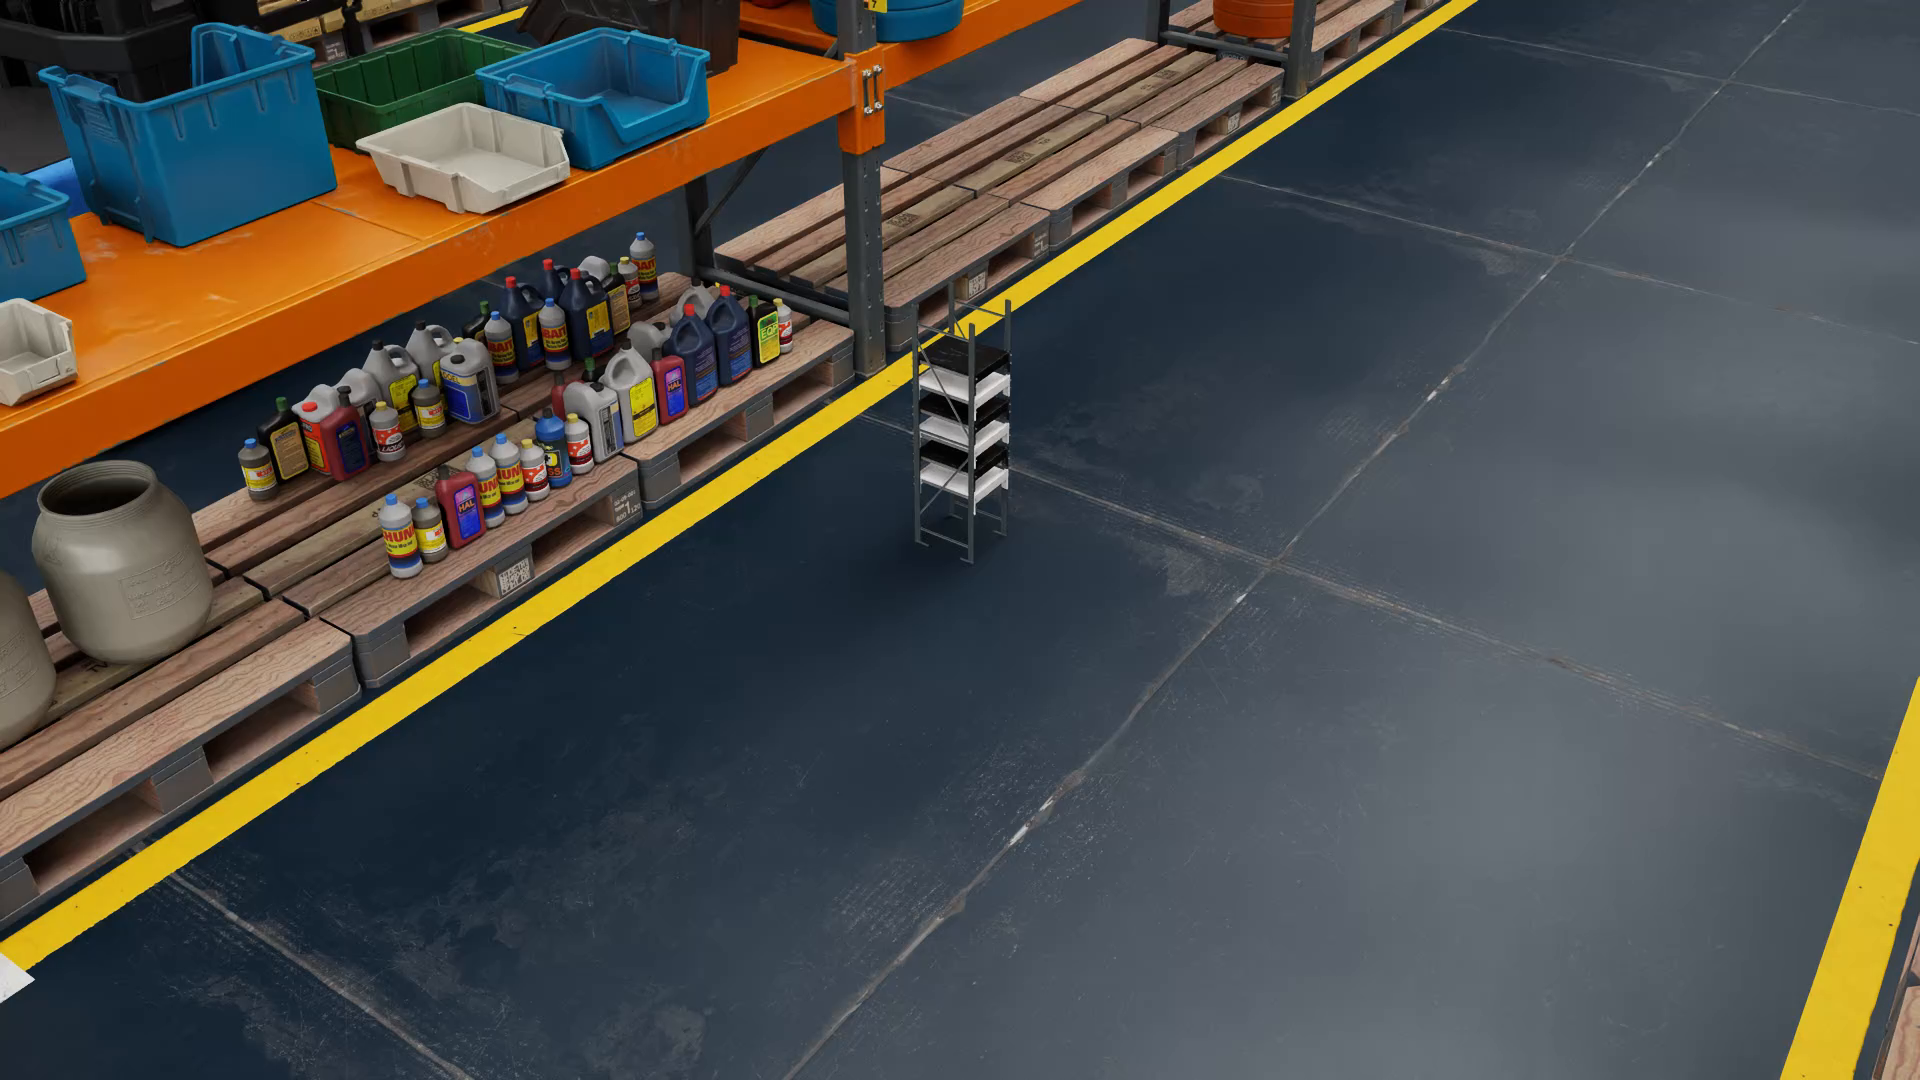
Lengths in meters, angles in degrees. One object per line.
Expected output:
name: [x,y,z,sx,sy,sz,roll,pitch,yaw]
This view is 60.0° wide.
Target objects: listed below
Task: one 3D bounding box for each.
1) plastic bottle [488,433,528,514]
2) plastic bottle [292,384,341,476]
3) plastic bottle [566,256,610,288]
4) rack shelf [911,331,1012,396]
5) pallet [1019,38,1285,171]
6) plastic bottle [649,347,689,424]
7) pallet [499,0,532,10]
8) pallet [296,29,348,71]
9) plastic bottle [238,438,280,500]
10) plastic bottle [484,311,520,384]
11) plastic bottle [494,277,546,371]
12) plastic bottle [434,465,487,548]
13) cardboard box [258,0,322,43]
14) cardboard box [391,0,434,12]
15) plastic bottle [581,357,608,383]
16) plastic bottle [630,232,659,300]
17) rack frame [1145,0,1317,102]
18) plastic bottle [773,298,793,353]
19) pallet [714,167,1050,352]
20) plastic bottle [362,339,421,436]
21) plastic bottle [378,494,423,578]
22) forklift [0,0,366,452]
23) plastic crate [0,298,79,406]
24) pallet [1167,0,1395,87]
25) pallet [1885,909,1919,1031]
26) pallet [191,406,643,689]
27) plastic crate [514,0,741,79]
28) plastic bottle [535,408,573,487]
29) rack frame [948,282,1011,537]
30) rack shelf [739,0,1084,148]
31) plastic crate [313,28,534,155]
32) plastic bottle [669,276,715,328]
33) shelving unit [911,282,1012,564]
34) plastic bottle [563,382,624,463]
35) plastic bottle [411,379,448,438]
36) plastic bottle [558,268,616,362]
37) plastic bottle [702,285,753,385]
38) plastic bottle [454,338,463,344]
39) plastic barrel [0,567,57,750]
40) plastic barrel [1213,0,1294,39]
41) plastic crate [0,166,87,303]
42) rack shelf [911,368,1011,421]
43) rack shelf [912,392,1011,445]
plastic bottle: [-1.484,-0.225,5.448,0.097,0.271,0.097,0,34,0]
plastic bottle: [-2.173,-0.381,5.674,0.152,0.276,0.135,22,40,29]
plastic bottle: [-1.449,-0.965,6.538,0.152,0.276,0.135,23,40,30]
rack shelf: [0.005,-0.573,5.371,0.258,0.077,0.200,21,39,28]
pallet: [1.062,-2.417,9.135,1.003,0.211,1.213,21,39,28]
plastic bottle: [-1.044,-0.567,5.943,0.061,0.283,0.133,24,41,31]
pallet: [-3.033,-3.978,11.444,1.003,0.211,1.213,21,39,28]
pallet: [-4.425,-2.855,9.784,1.003,0.211,1.213,21,39,28]
plastic bottle: [-2.339,-0.242,5.536,0.097,0.201,0.097,0,34,0]
plastic bottle: [-1.707,-0.722,6.182,0.097,0.271,0.097,0,34,0]
plastic bottle: [-1.654,-0.834,6.278,0.144,0.351,0.185,20,39,26]
plastic bottle: [-1.592,-0.124,5.288,0.061,0.283,0.133,22,40,29]
cardboard box: [-4.087,-3.035,9.640,0.500,0.250,0.500,22,40,29]
cardboard box: [-3.503,-3.508,10.340,0.500,0.250,0.500,22,40,29]
plastic bottle: [-1.268,-0.528,5.885,0.061,0.283,0.133,21,39,28]
plastic bottle: [-1.287,-1.120,6.772,0.097,0.271,0.097,0,34,0]
rack frame: [1.535,-3.916,8.863,1.000,3.000,0.127,21,39,28]
plastic bottle: [-0.696,-0.832,6.407,0.097,0.201,0.097,0,34,0]
pallet: [-0.330,-1.294,7.475,1.003,0.211,1.213,21,39,28]
plastic bottle: [-2.003,-0.553,5.862,0.144,0.351,0.185,23,40,30]
plastic bottle: [-1.736,-0.021,5.146,0.097,0.271,0.097,0,34,0]
forklift: [-3.009,-2.304,6.541,1.130,2.935,3.031,17,38,23]
plastic crate: [-2.252,-0.434,3.950,0.298,0.136,0.250,21,39,28]
pallet: [1.951,-3.137,10.200,1.003,0.211,1.213,21,39,28]
pallet: [2.970,0.982,4.109,1.003,0.211,1.213,21,39,28]
pallet: [-1.858,-0.060,5.651,1.003,0.211,1.213,21,39,28]
plastic crate: [-1.148,-1.849,5.862,0.767,0.338,0.504,21,39,28]
plastic bottle: [-1.368,-0.318,5.586,0.097,0.271,0.097,0,34,0]
rack frame: [0.063,-0.423,5.573,0.240,0.900,0.006,21,39,28]
rack shelf: [0.395,-2.697,7.703,1.077,0.370,4.000,21,39,28]
plastic crate: [-1.751,-1.453,5.410,0.450,0.188,0.662,21,39,28]
plastic bottle: [-0.994,-0.818,6.253,0.144,0.351,0.185,21,39,28]
shelving unit: [0.005,-0.376,5.503,0.258,0.900,0.210,21,39,28]
plastic bottle: [-1.265,-0.430,5.747,0.152,0.276,0.135,22,40,29]
plastic bottle: [-1.879,-0.473,5.877,0.097,0.201,0.097,0,34,0]
plastic bottle: [-1.428,-0.875,6.338,0.144,0.351,0.185,21,39,28]
plastic bottle: [-0.876,-0.772,6.185,0.144,0.351,0.185,20,39,27]
plastic bottle: [-1.835,-0.650,6.138,0.097,0.201,0.097,0,34,0]
plastic barrel: [-2.714,0.295,4.482,0.421,0.512,0.421,0,34,0]
plastic barrel: [1.800,-3.421,9.694,0.600,0.830,0.708,21,39,28]
plastic crate: [-2.612,-0.796,4.381,0.499,0.251,0.408,21,39,28]
rack shelf: [0.005,-0.498,5.421,0.258,0.077,0.200,21,39,28]
rack shelf: [0.005,-0.423,5.472,0.258,0.077,0.200,21,39,28]
